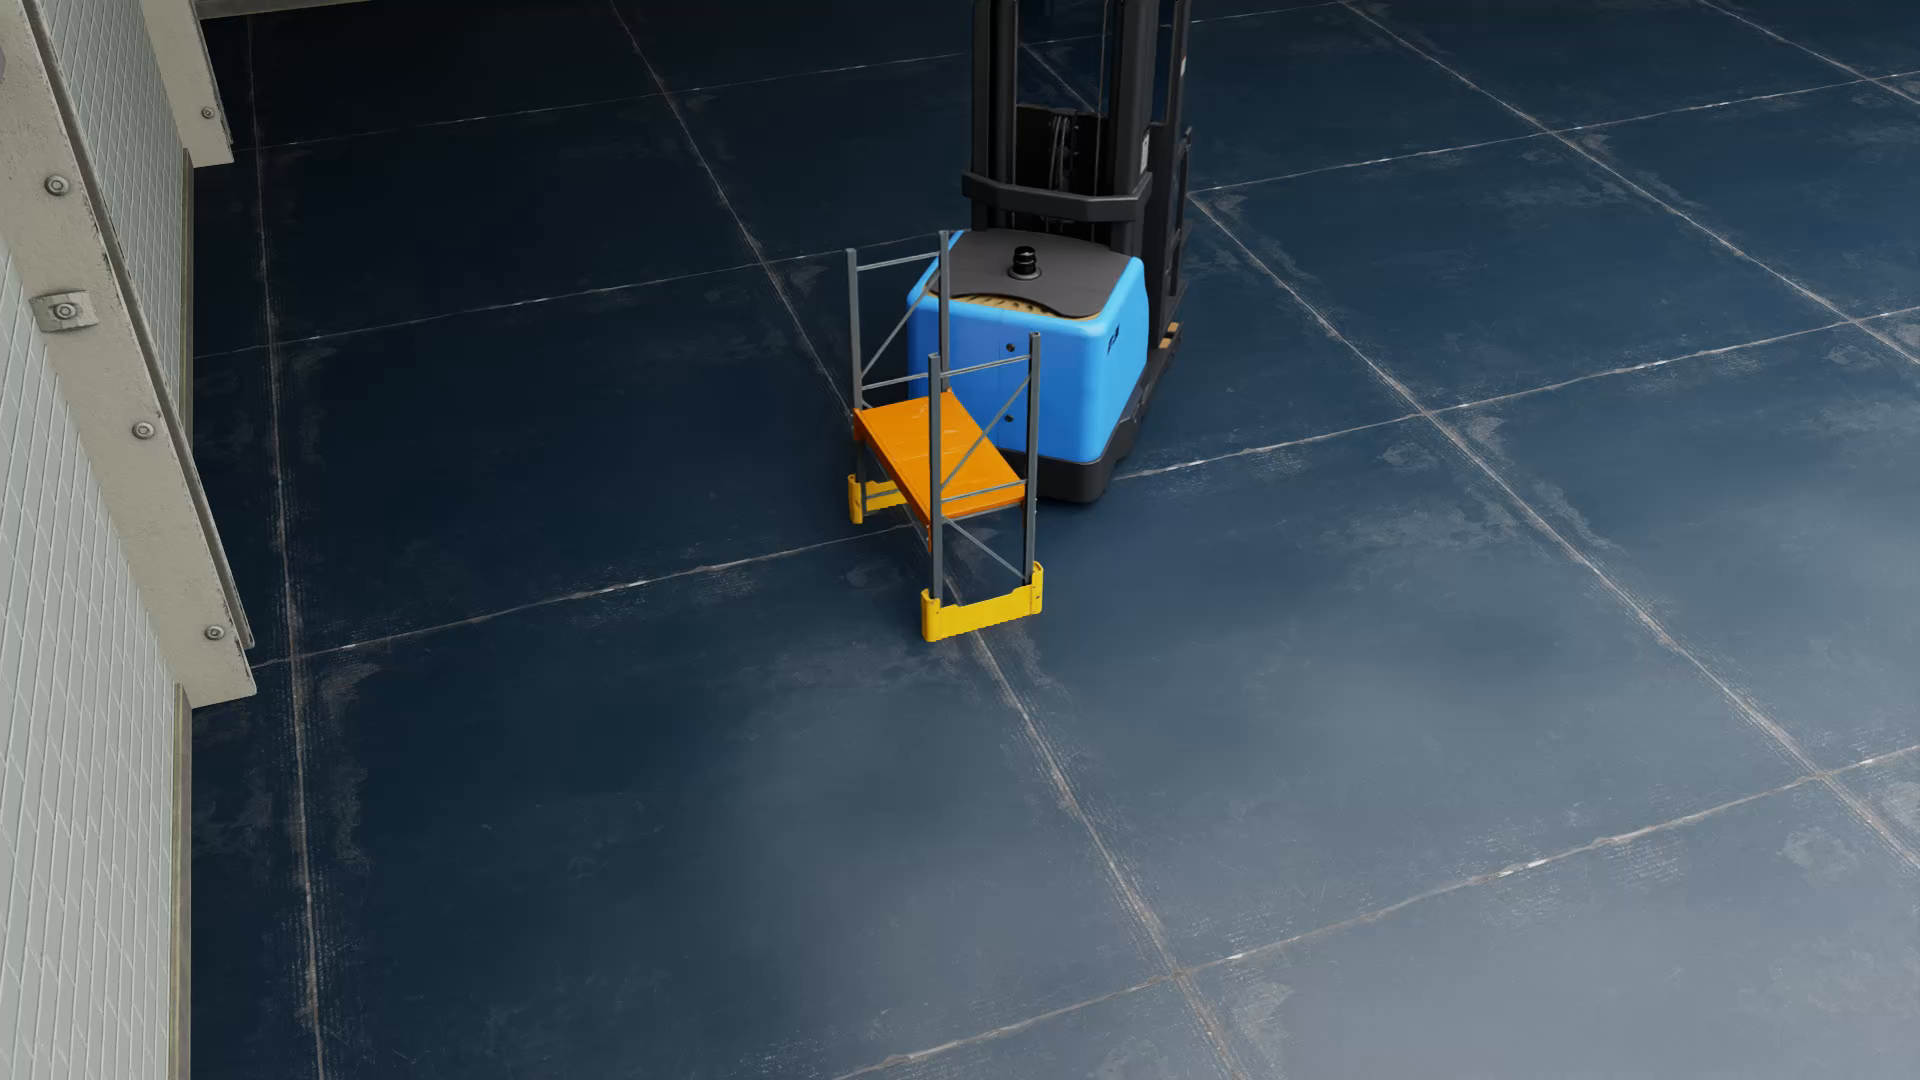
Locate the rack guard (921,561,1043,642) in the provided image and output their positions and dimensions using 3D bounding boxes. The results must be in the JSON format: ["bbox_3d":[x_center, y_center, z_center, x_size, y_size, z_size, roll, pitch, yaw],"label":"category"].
[{"bbox_3d":[0.104,0.287,7.722,0.587,0.250,0.087,-14,39,-18],"label":"rack guard"}]

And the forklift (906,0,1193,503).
[{"bbox_3d":[0.680,-2.247,8.858,1.130,2.935,3.031,12,39,15],"label":"forklift"}]

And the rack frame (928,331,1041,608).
[{"bbox_3d":[0.104,-0.212,7.345,0.500,1.500,0.032,-14,39,-18],"label":"rack frame"}]

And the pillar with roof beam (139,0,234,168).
[{"bbox_3d":[-1.367,-7.269,10.481,9.100,9.000,0.400,-12,39,-16],"label":"pillar with roof beam"}]

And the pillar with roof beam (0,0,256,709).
[{"bbox_3d":[0.698,-3.880,5.981,9.100,9.000,0.400,-12,39,-16],"label":"pillar with roof beam"}]

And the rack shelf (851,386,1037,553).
[{"bbox_3d":[-0.092,-0.350,7.828,0.538,0.185,1.000,-14,39,-18],"label":"rack shelf"}]

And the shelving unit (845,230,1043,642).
[{"bbox_3d":[-0.088,-0.489,7.713,0.587,1.500,1.083,-14,39,-18],"label":"shelving unit"}]

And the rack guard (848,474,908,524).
[{"bbox_3d":[-0.280,-0.266,8.456,0.587,0.250,0.087,-14,39,-18],"label":"rack guard"}]

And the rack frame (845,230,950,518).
[{"bbox_3d":[-0.288,-0.776,8.094,0.500,1.500,0.032,-14,39,-18],"label":"rack frame"}]
